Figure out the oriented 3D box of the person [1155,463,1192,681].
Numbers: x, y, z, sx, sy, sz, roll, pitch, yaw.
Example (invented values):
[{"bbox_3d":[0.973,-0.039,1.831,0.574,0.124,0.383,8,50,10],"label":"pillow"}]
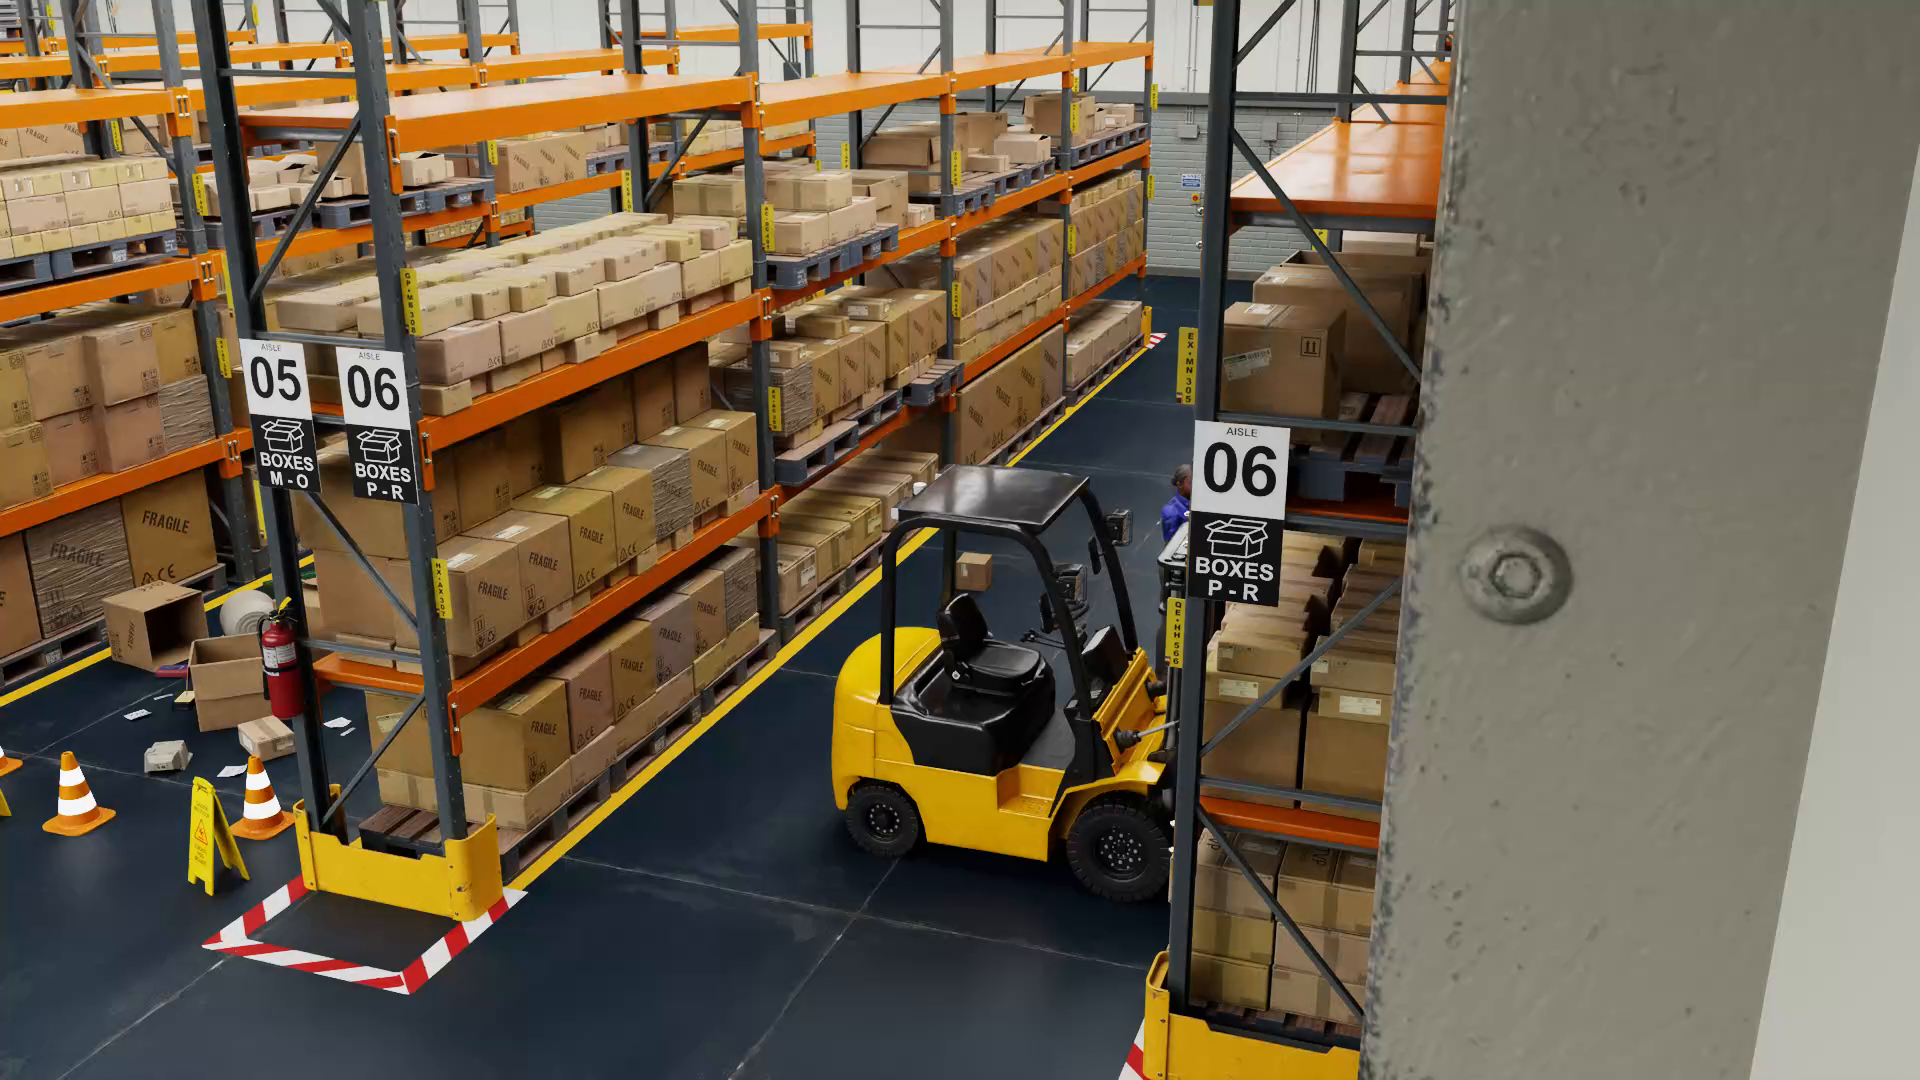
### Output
[{"bbox_3d":[1.634,0.250,12.099,0.319,1.662,0.449,15,24,37],"label":"person"}]
